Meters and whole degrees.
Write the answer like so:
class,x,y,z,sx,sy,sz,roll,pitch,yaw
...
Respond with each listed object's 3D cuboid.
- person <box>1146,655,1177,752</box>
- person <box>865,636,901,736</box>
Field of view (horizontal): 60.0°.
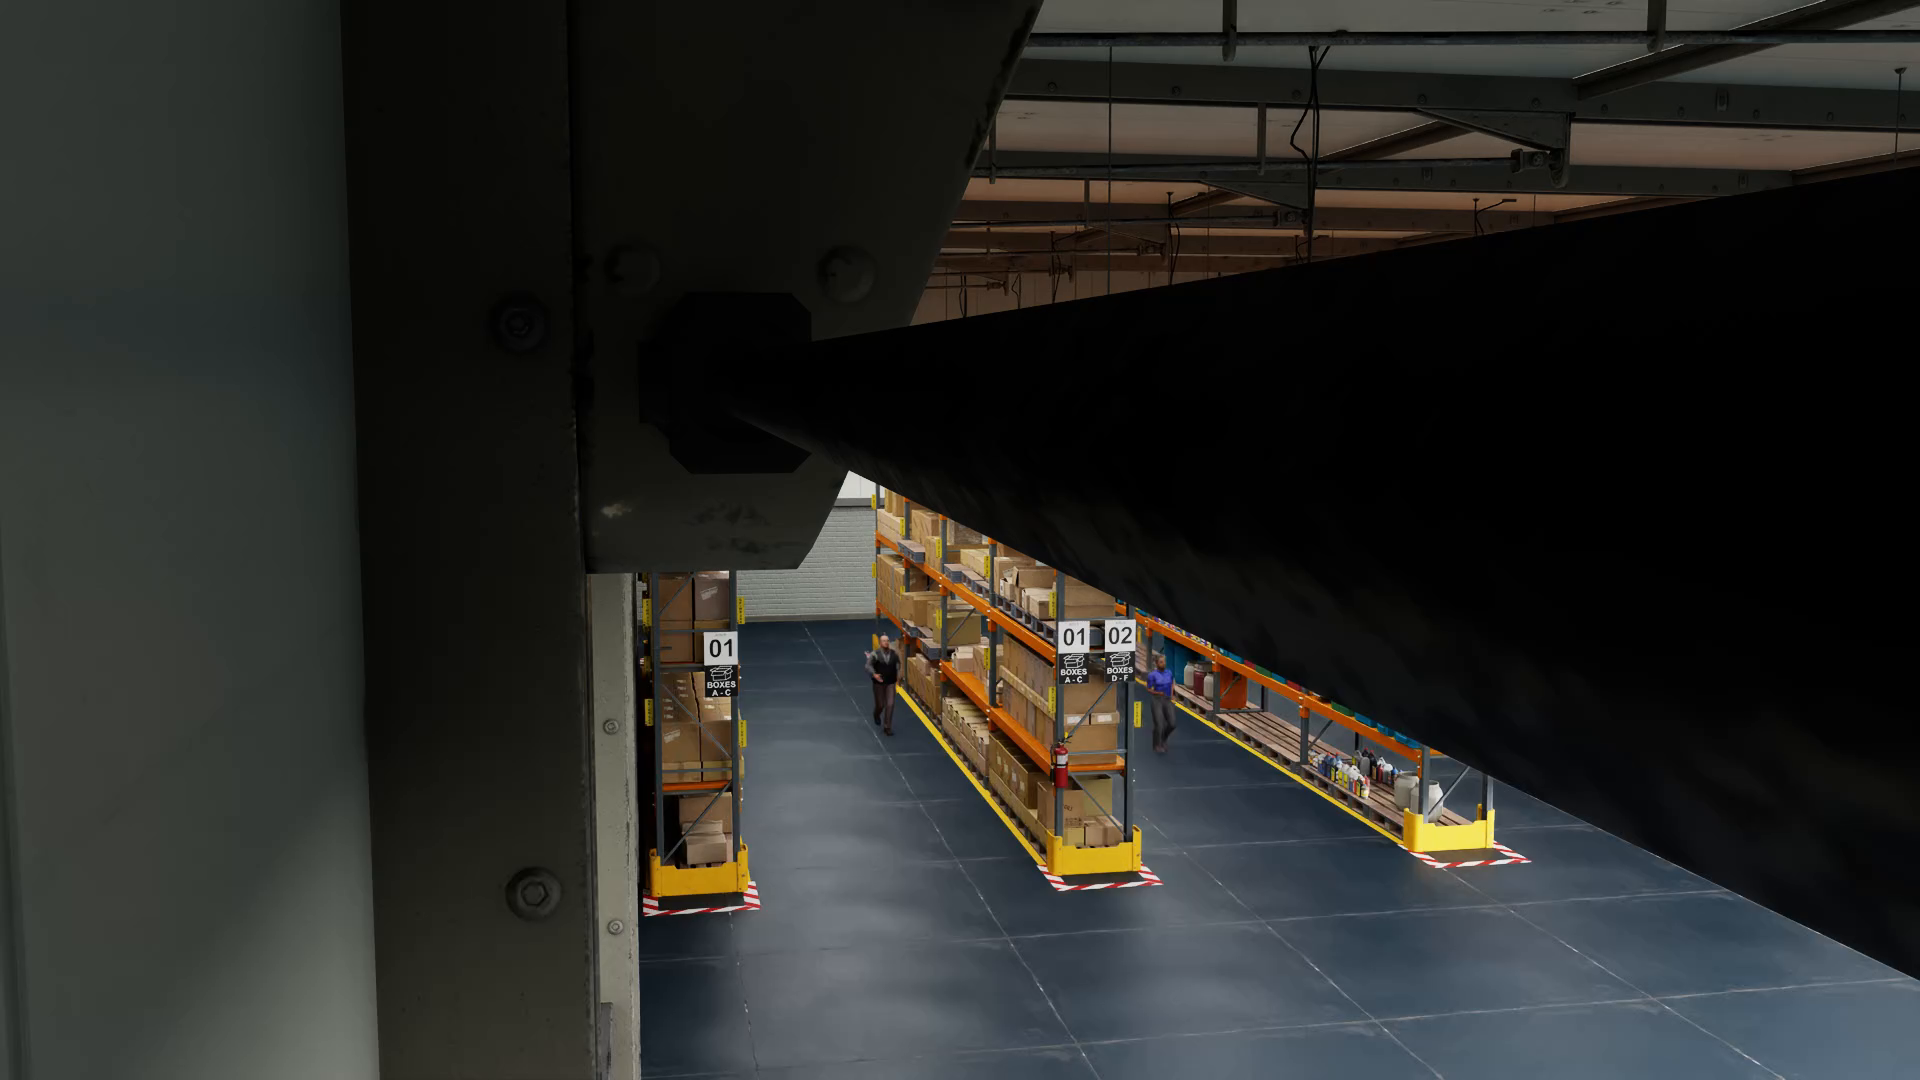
class,x,y,z,sx,sy,sz,roll,pitch,yaw
person,3.351,2.717,27.318,0.563,1.604,0.563,-2,6,-18
person,-1.327,2.514,29.001,0.665,1.710,0.821,-2,6,-15
